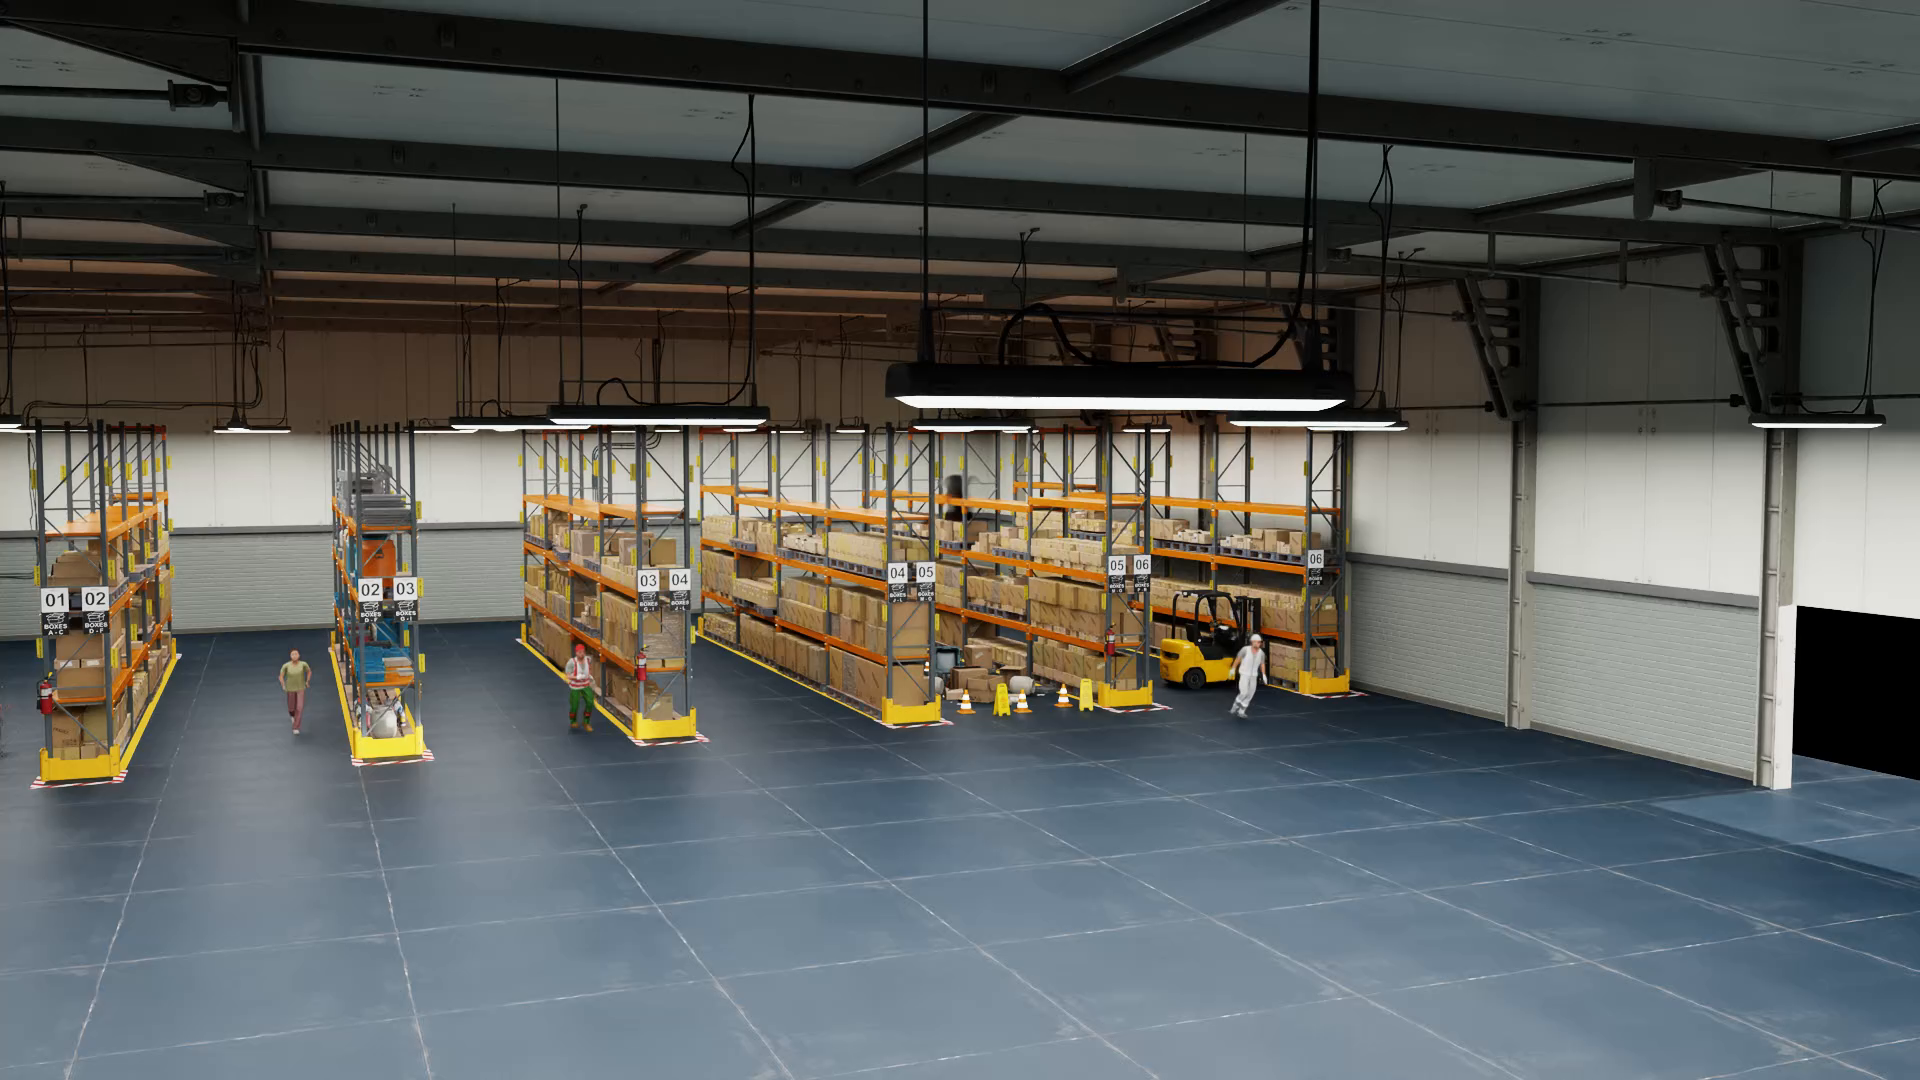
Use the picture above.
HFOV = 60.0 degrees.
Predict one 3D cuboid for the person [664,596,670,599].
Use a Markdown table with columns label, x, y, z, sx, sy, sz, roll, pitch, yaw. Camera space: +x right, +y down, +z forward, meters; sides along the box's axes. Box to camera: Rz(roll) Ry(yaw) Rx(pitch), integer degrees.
| label | x | y | z | sx | sy | sz | roll | pitch | yaw |
| --- | --- | --- | --- | --- | --- | --- | --- | --- | --- |
| person | -8.572 | 1.878 | 47.831 | 0.705 | 1.746 | 0.747 | 0 | 4 | 8 |

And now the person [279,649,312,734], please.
| label | x | y | z | sx | sy | sz | roll | pitch | yaw |
| --- | --- | --- | --- | --- | --- | --- | --- | --- | --- |
| person | -12.862 | 2.905 | 32.209 | 0.592 | 1.632 | 0.764 | -1 | 4 | -22 |

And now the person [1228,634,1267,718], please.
| label | x | y | z | sx | sy | sz | roll | pitch | yaw |
| --- | --- | --- | --- | --- | --- | --- | --- | --- | --- |
| person | 5.845 | 2.751 | 33.647 | 0.662 | 1.728 | 0.618 | -1 | 4 | -18 |

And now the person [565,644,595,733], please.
| label | x | y | z | sx | sy | sz | roll | pitch | yaw |
| --- | --- | --- | --- | --- | --- | --- | --- | --- | --- |
| person | -7.330 | 2.847 | 32.090 | 0.622 | 1.724 | 0.947 | -2 | 4 | -28 |
